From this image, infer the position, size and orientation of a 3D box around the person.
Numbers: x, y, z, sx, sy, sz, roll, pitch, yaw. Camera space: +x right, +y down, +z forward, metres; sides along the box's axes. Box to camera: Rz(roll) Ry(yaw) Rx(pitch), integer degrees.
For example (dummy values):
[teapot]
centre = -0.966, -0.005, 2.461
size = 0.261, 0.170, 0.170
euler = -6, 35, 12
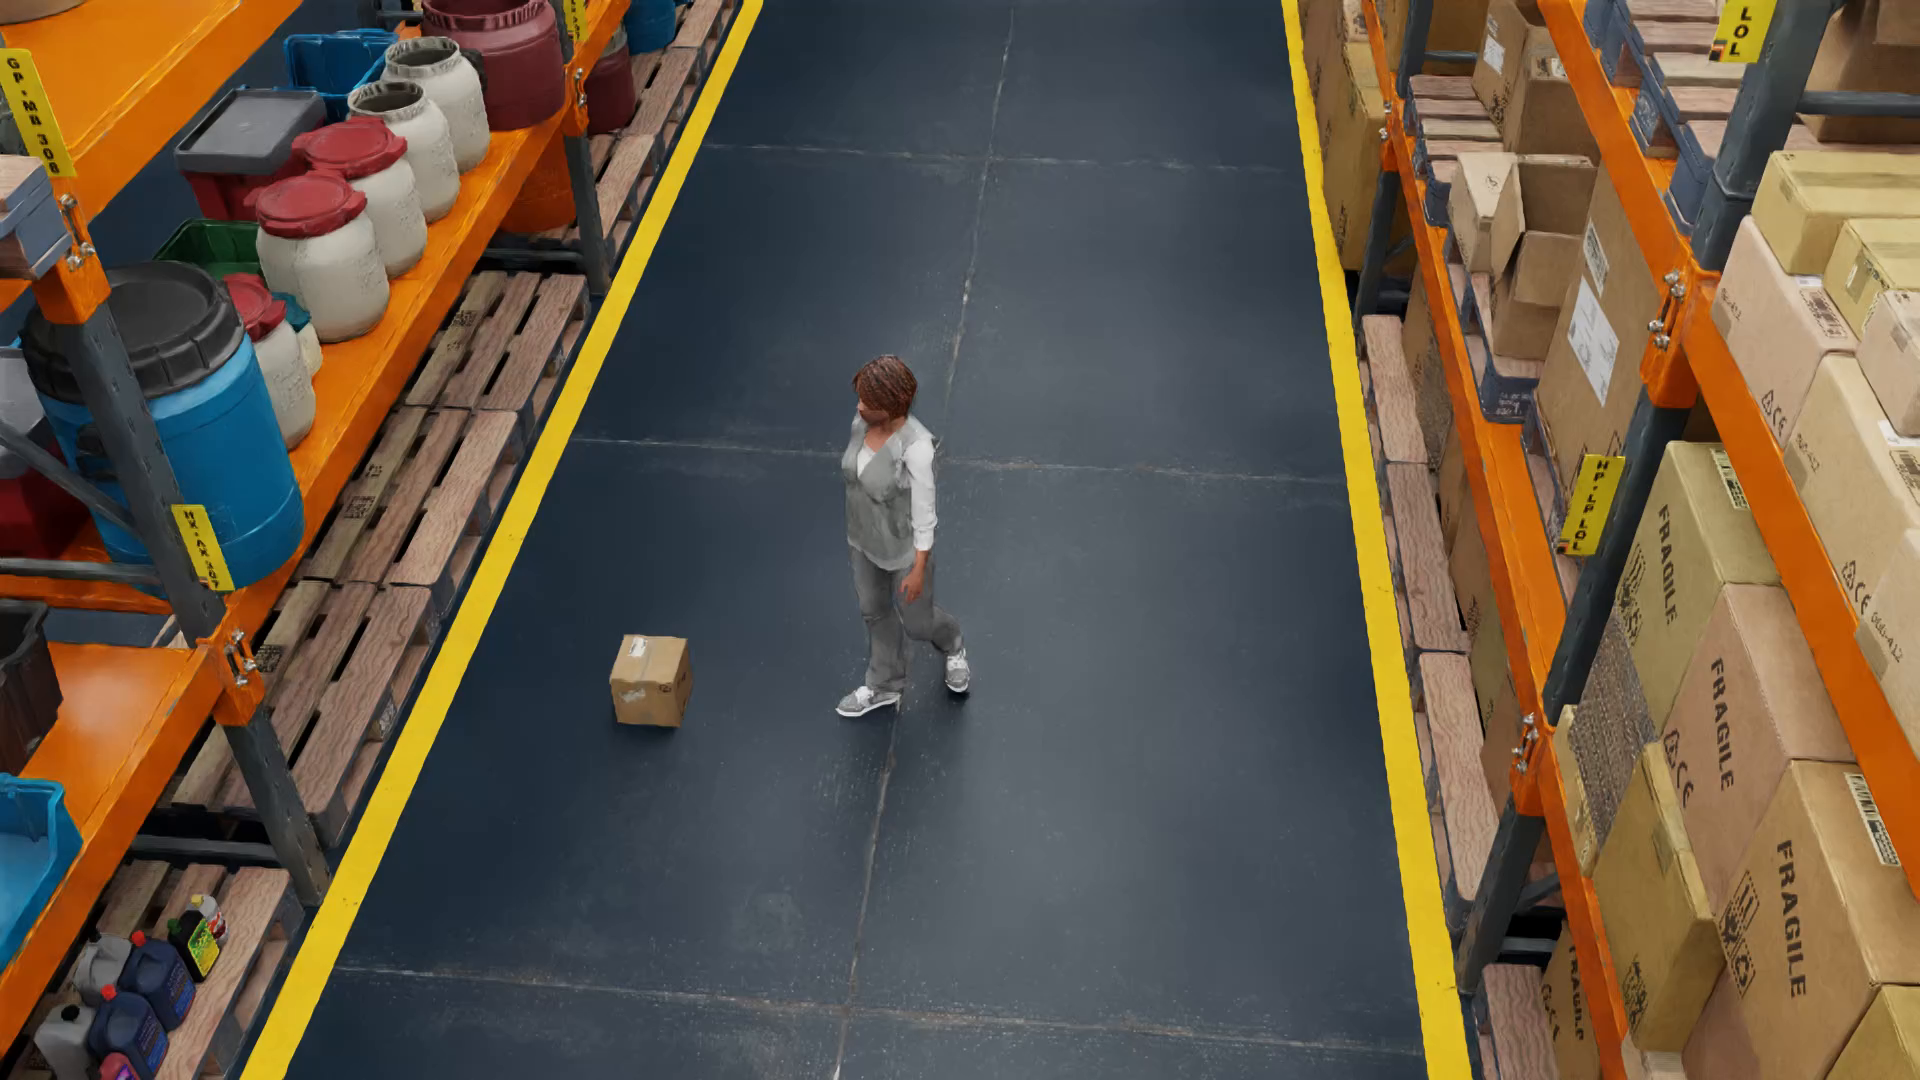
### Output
[person]
centre = -0.226, -0.005, 6.167
size = 0.576, 1.597, 0.463
euler = -32, 50, -32
